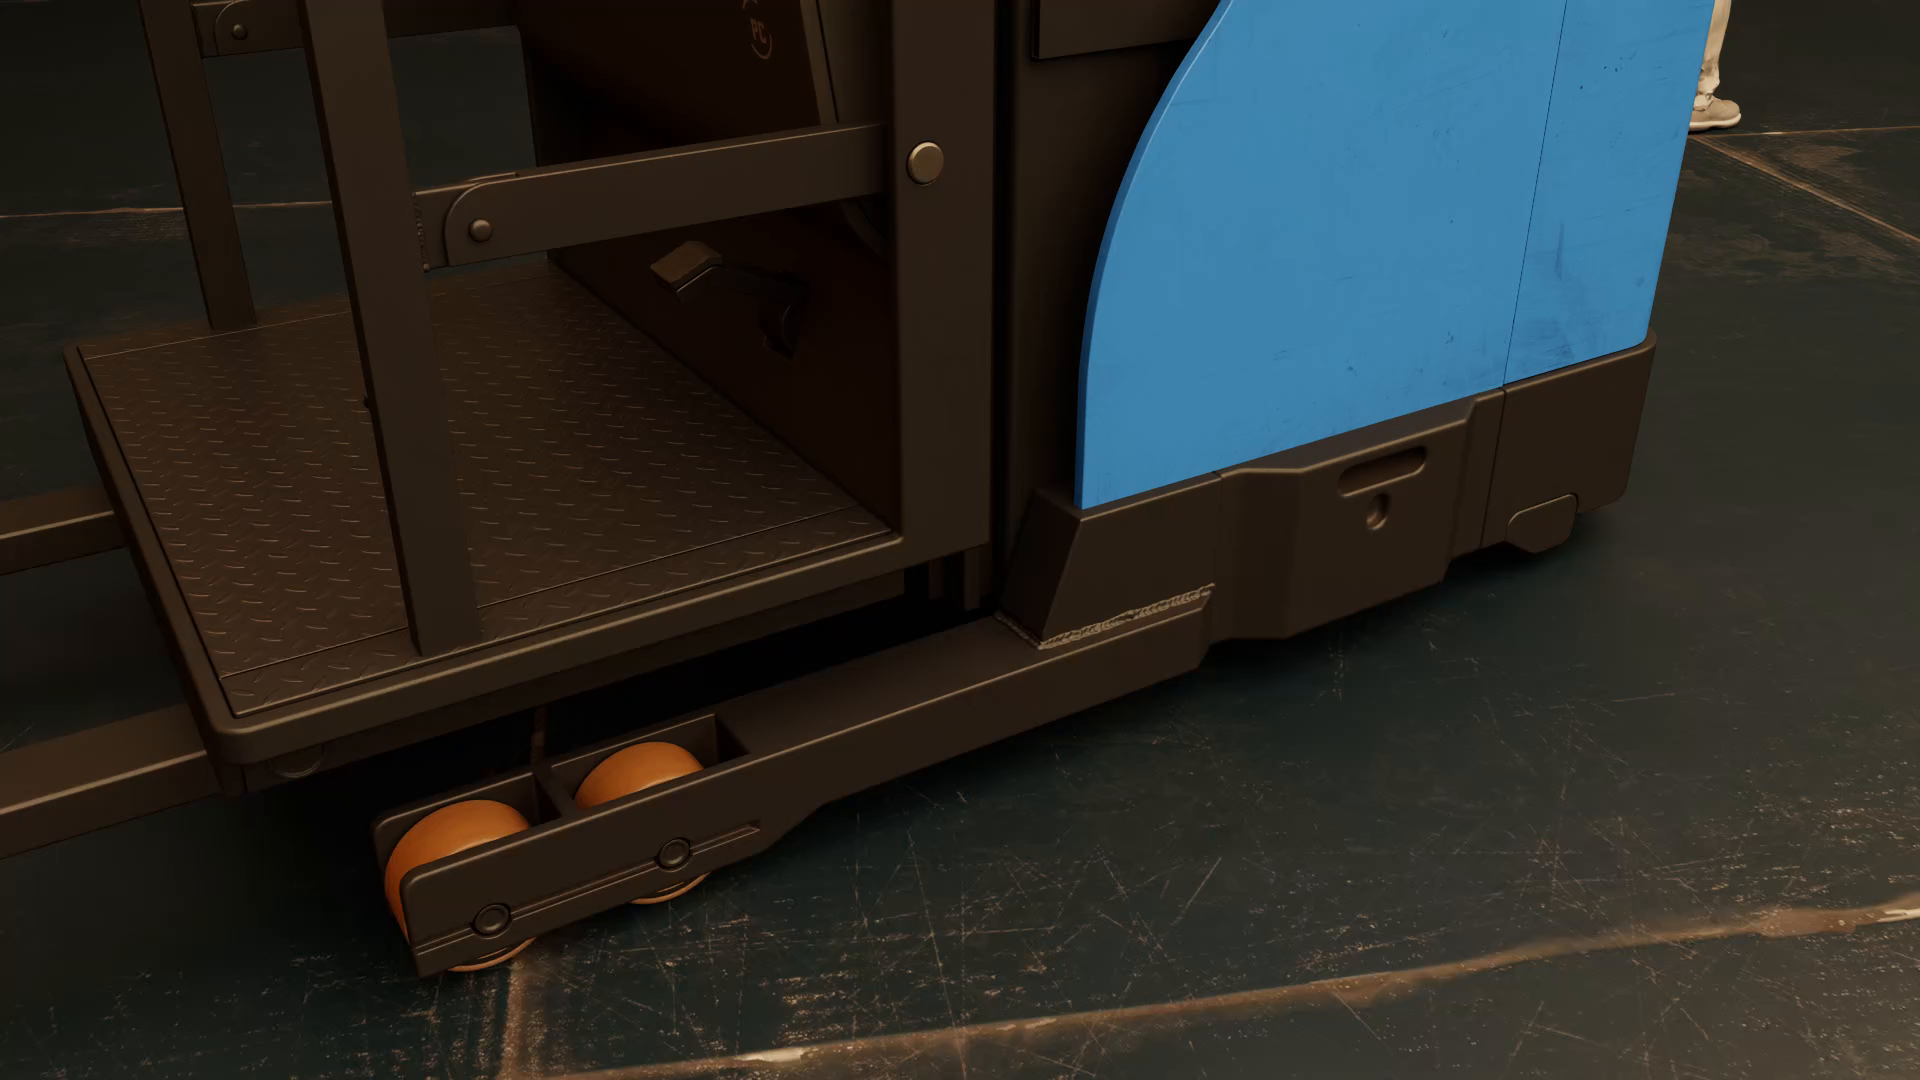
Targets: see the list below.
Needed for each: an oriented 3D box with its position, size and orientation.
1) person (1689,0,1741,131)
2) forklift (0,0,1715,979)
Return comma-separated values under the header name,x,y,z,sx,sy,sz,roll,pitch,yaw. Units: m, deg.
name,x,y,z,sx,sy,sz,roll,pitch,yaw
person,1.936,-1.951,4.405,0.541,1.664,0.374,19,33,32
forklift,-0.516,-1.144,1.529,3.031,2.935,1.130,-16,32,-28
